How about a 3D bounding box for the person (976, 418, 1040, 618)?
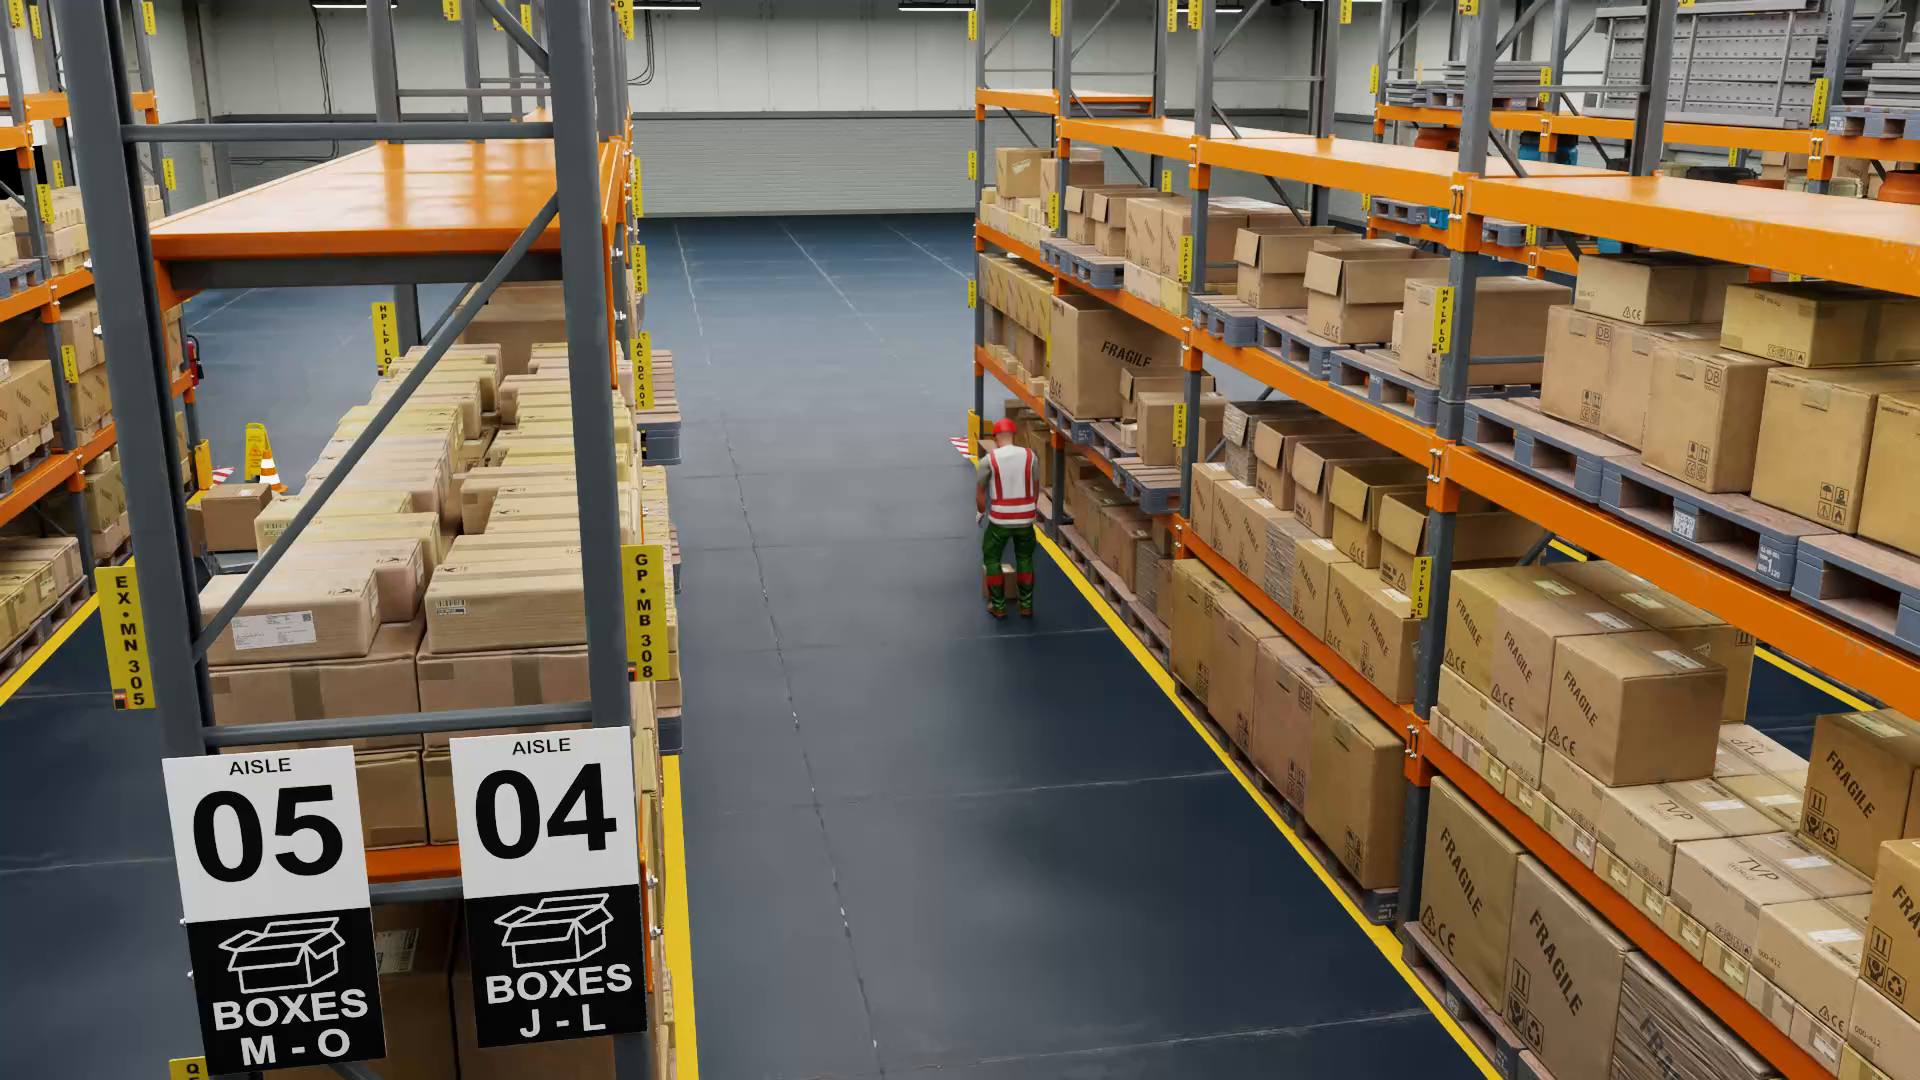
[{"bbox_3d":[0.404,-0.189,14.308,0.554,1.698,0.516,-3,16,-9],"label":"person"}]
